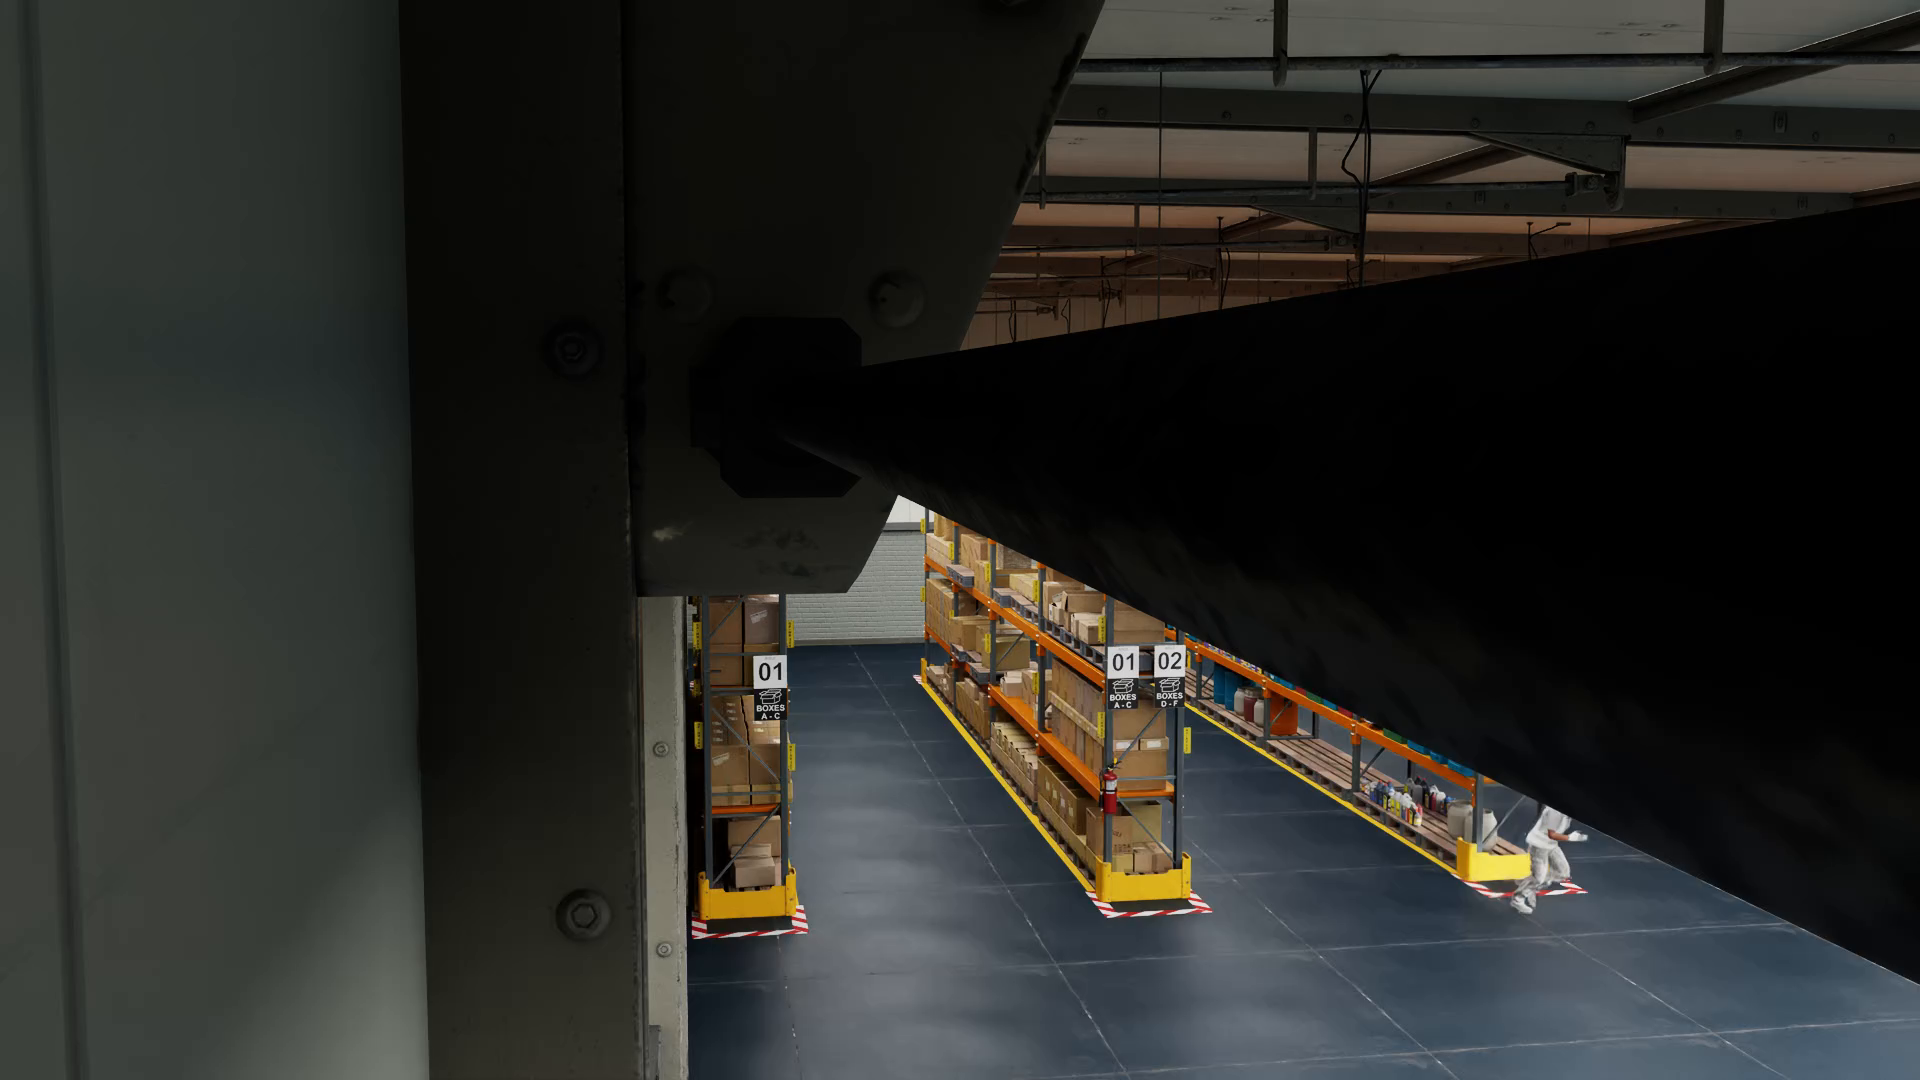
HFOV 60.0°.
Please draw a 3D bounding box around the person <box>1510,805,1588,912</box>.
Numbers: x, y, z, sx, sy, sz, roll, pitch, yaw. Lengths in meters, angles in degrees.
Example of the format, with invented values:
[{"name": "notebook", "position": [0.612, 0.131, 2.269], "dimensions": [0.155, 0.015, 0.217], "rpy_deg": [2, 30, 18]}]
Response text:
[{"name": "person", "position": [7.187, 3.730, 20.203], "dimensions": [0.904, 1.635, 0.709], "rpy_deg": [3, 6, 34]}]
